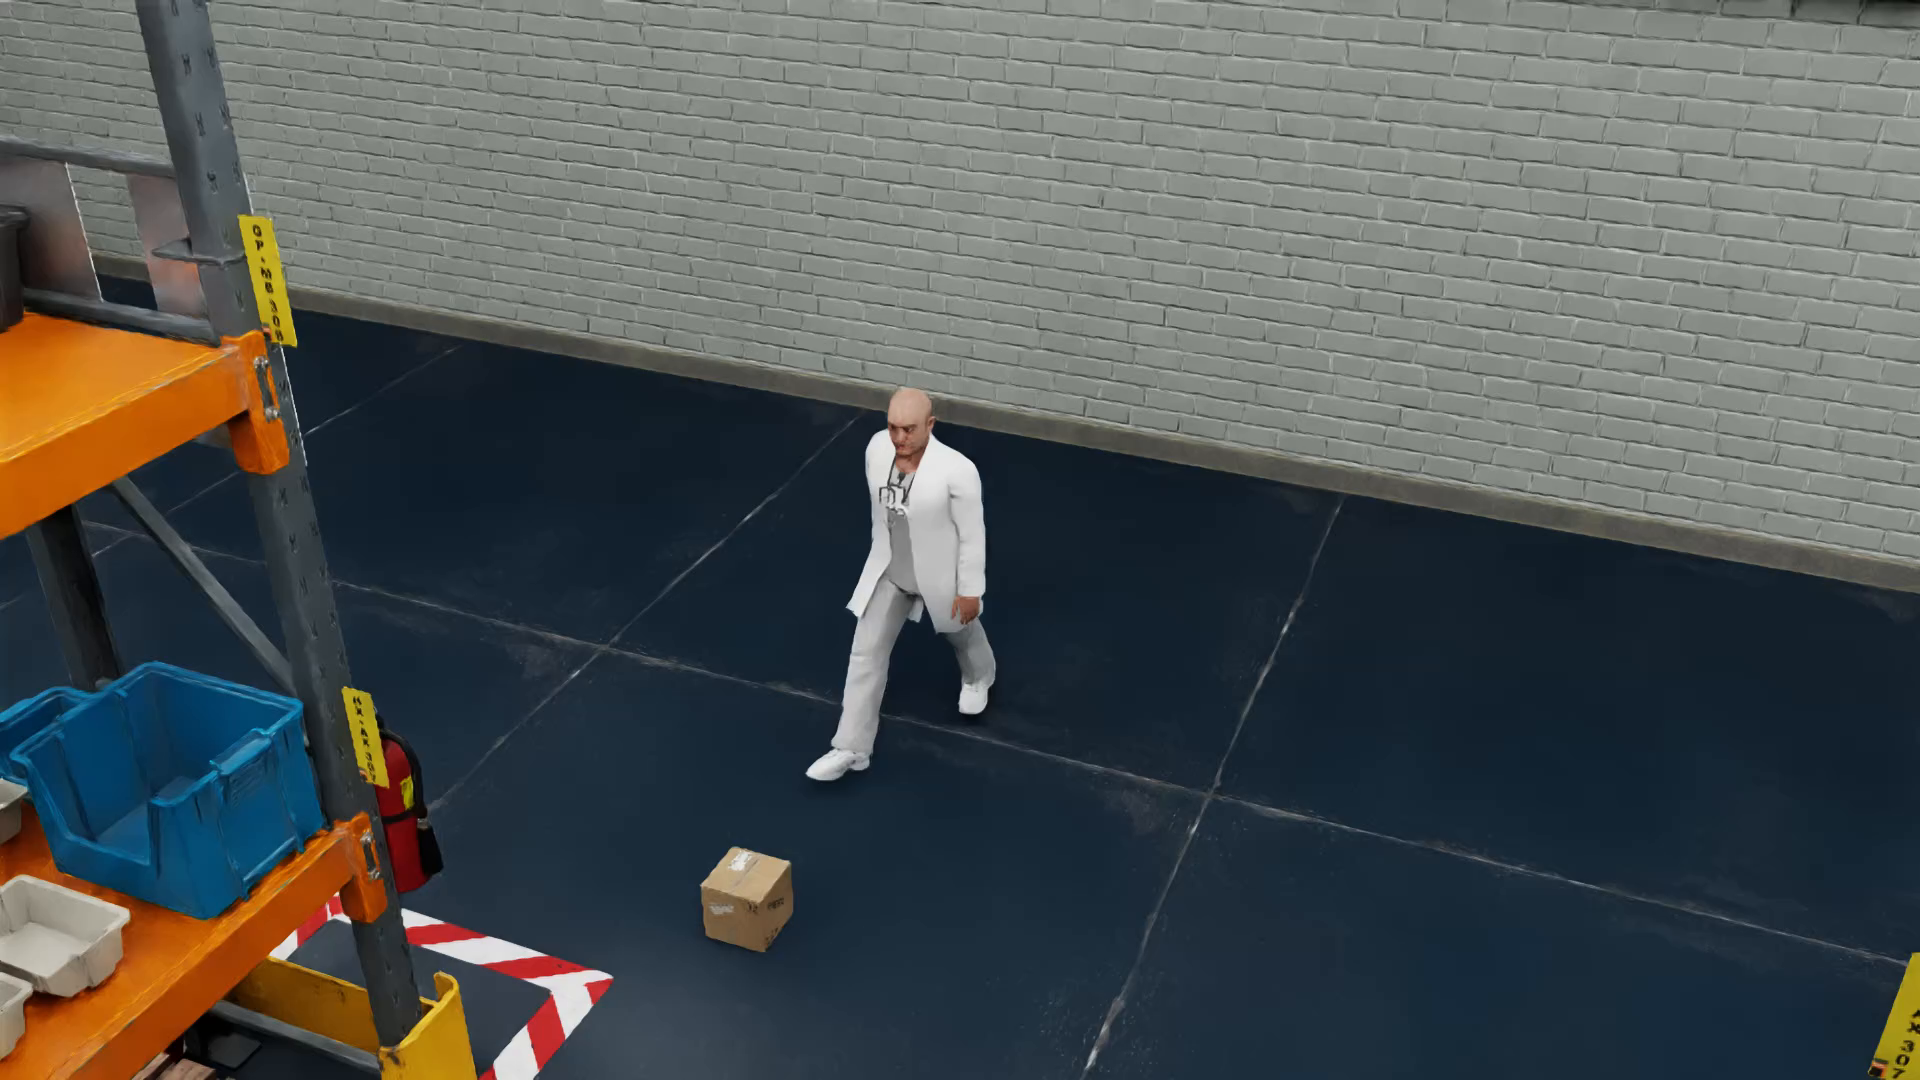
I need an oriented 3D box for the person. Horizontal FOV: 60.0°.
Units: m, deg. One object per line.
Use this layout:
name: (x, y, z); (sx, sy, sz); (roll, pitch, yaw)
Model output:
person: (-0.190, 0.137, 6.919); (0.616, 1.690, 1.151); (14, 32, 23)
